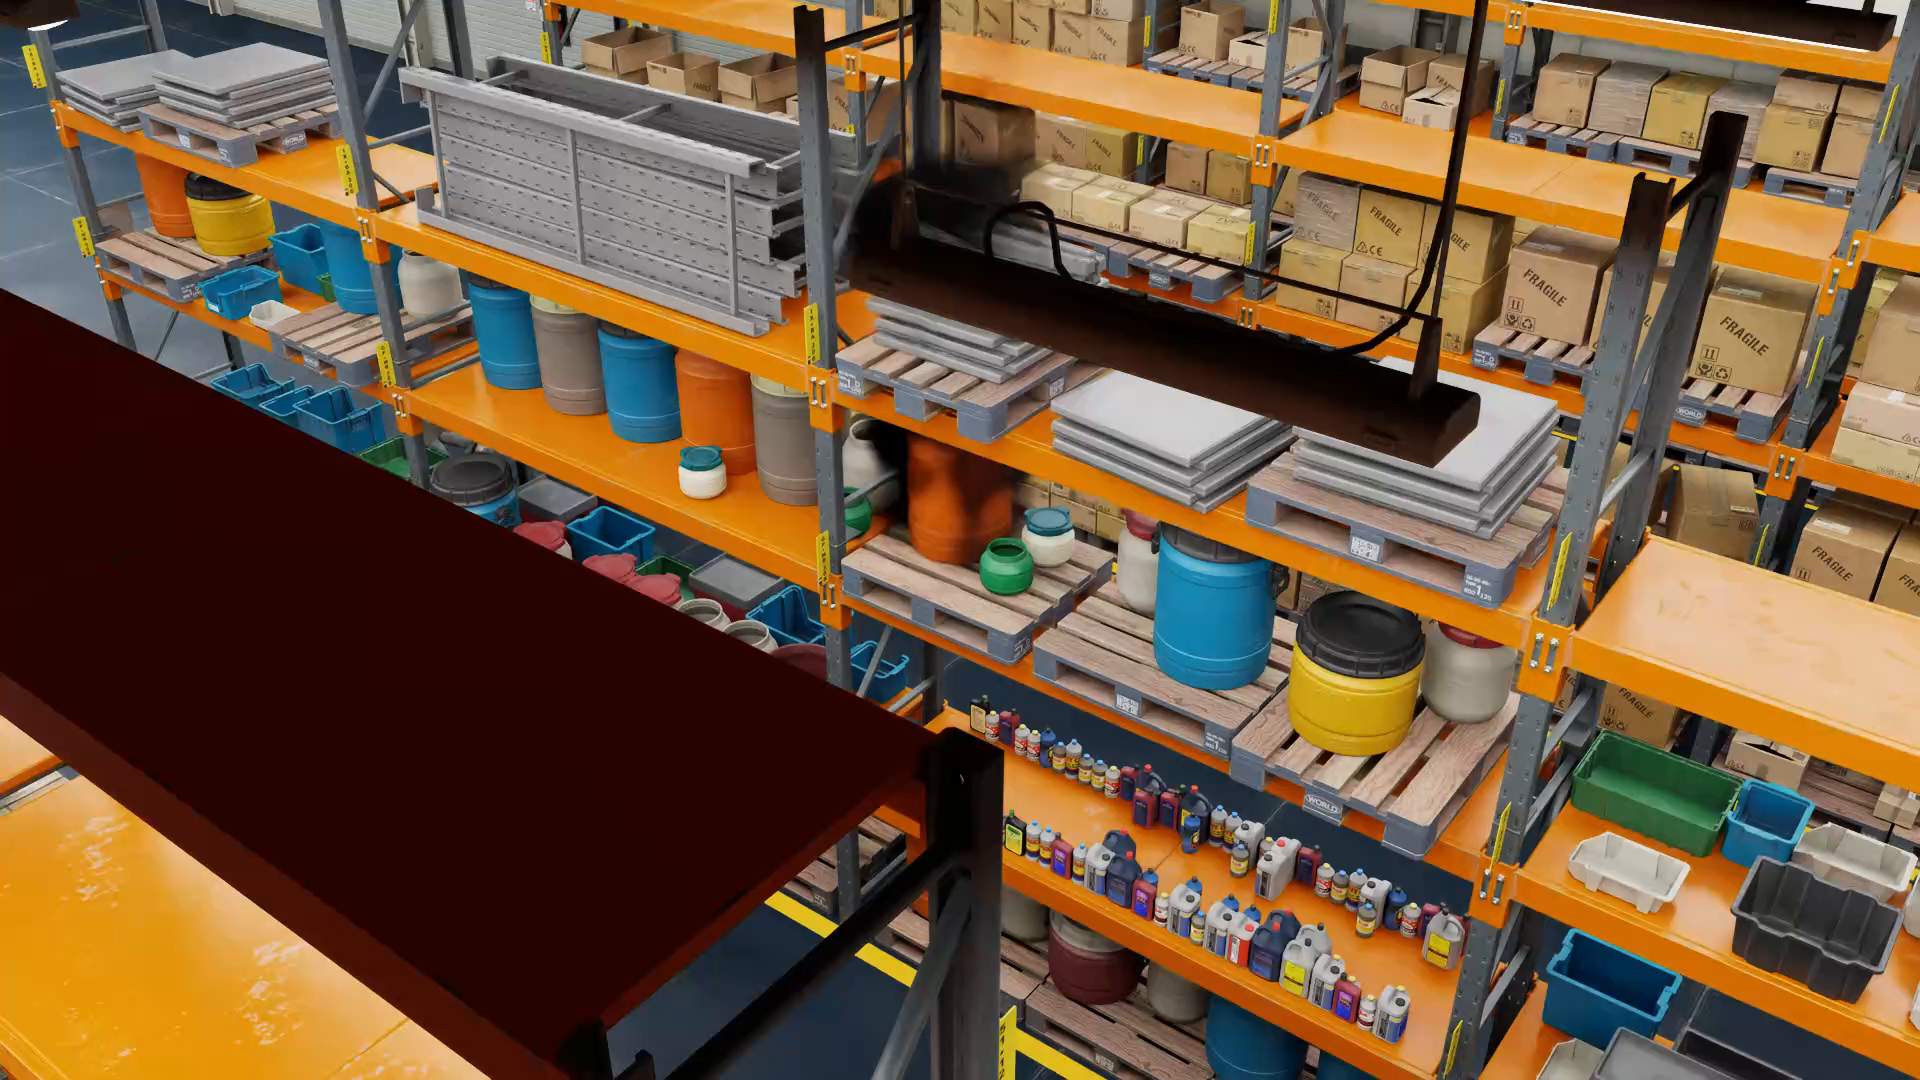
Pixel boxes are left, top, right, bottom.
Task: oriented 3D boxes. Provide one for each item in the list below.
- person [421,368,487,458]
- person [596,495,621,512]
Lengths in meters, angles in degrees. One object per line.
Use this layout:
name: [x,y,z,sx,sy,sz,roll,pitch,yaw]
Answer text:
person: [-4.883,-1.269,15.810,0.624,1.629,0.569,4,32,6]
person: [-3.009,-0.495,14.452,0.742,1.733,0.714,-25,39,-34]
